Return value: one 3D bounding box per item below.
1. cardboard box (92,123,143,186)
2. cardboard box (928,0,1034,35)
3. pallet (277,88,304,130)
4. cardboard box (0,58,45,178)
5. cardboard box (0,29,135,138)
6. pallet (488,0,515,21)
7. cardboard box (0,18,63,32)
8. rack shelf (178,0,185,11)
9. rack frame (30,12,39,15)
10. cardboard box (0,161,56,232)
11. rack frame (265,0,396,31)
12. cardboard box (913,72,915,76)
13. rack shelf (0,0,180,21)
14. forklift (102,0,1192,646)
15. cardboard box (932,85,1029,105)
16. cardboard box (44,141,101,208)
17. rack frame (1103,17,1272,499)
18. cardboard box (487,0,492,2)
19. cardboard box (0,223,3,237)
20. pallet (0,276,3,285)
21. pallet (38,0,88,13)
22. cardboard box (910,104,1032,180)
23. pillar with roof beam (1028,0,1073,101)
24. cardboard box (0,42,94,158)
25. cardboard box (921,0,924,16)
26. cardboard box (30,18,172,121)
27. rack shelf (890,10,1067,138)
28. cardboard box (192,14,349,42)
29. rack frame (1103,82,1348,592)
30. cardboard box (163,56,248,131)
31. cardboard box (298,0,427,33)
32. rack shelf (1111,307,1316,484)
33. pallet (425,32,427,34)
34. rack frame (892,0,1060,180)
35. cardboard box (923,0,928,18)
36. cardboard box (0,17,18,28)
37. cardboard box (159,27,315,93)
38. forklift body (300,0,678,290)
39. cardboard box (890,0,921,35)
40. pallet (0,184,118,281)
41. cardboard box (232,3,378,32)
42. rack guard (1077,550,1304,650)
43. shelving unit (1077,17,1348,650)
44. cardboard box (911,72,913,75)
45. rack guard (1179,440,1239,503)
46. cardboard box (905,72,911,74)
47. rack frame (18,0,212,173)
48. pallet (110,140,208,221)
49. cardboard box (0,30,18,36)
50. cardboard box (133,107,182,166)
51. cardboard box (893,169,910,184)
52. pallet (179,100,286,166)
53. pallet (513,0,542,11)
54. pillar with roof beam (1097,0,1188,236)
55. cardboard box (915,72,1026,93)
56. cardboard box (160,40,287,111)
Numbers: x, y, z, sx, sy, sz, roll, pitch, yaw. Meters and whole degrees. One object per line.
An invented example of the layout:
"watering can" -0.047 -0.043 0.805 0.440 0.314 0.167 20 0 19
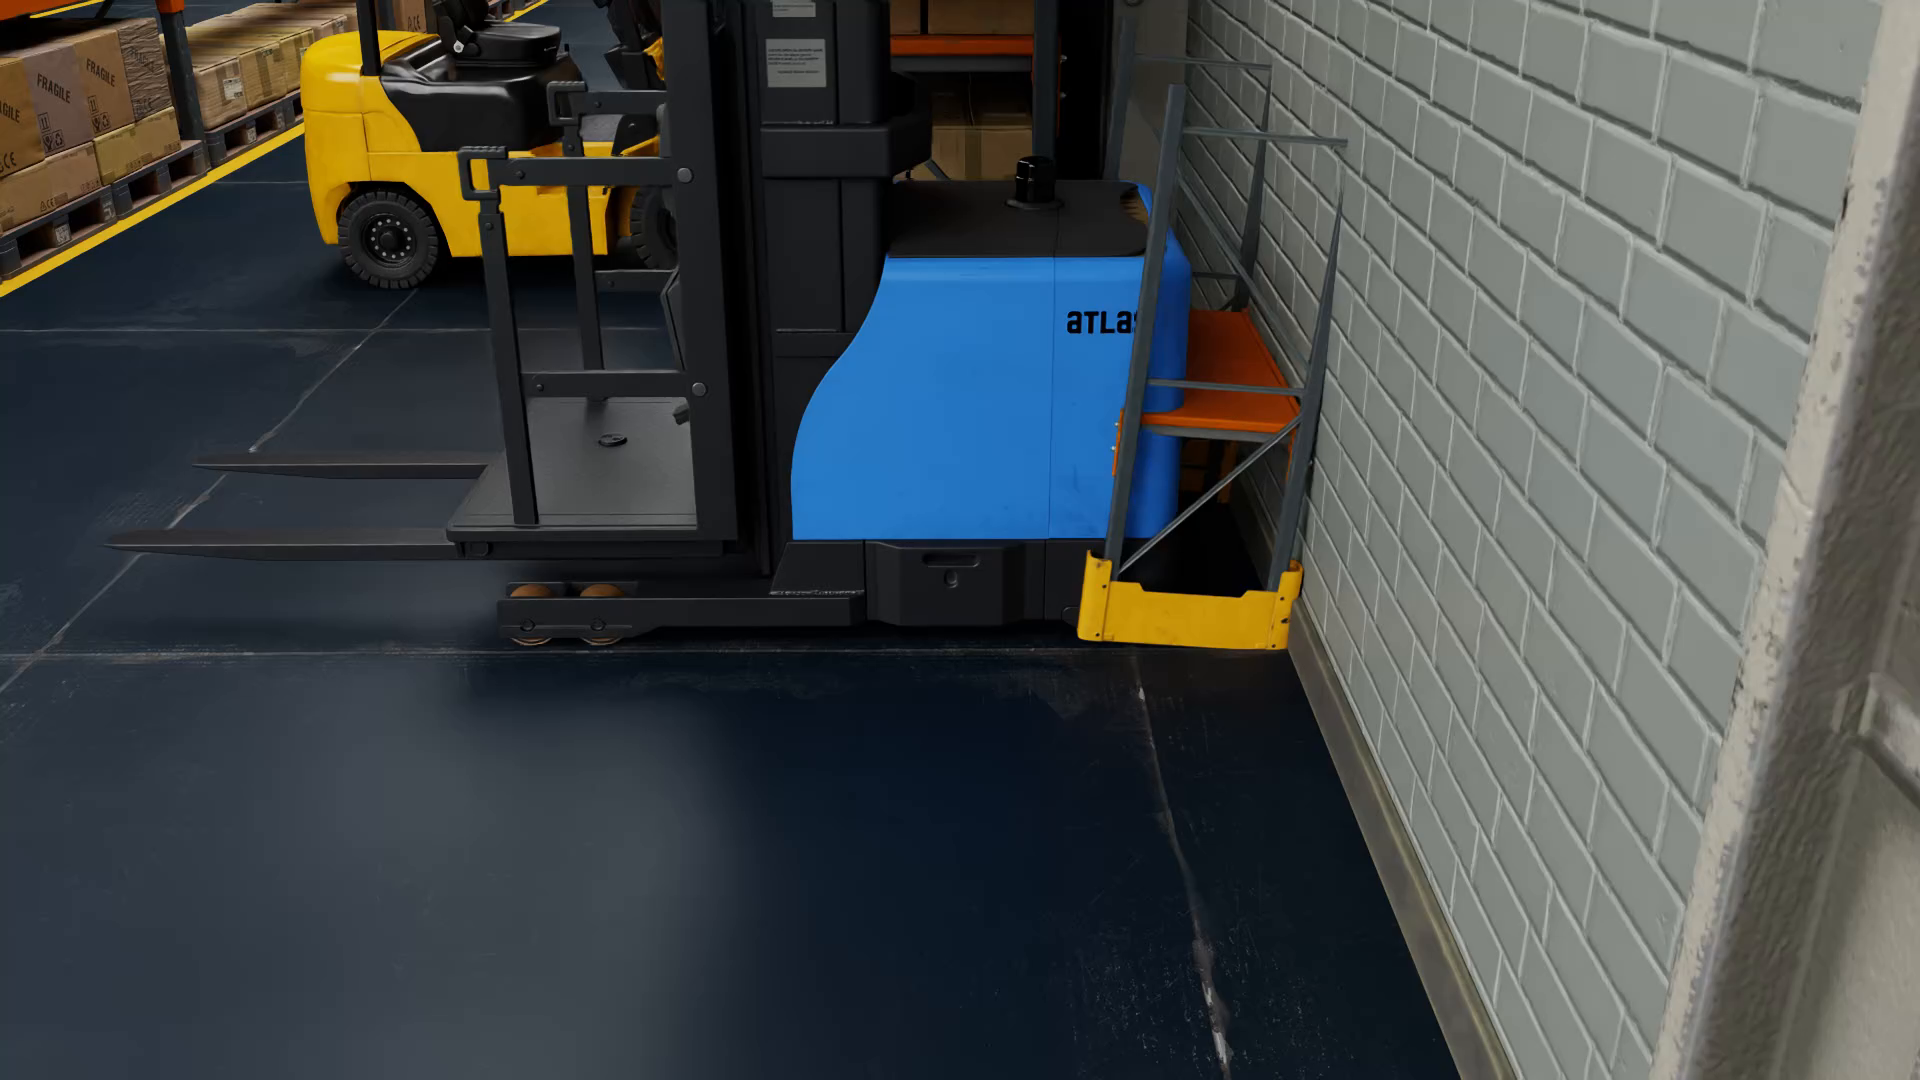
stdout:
"cardboard box" -4.855 -2.114 9.110 0.500 0.250 0.500 -1 24 -2
"cardboard box" 0.133 -2.263 6.493 0.500 0.500 0.500 1 24 1
"pallet" -5.173 -3.191 12.050 1.003 0.211 1.213 0 24 -1
"cardboard box" -4.843 -2.034 8.025 0.500 0.500 0.500 0 24 0
"cardboard box" -4.864 -2.465 8.977 0.500 0.500 0.500 0 24 0
"pallet" -5.150 -5.345 16.812 1.003 0.211 1.213 0 24 -1
"cardboard box" -5.410 -2.673 9.437 0.500 0.500 0.500 1 24 2
"rack shelf" -5.168 -4.133 11.622 1.077 0.370 4.000 0 24 -1
"rack frame" -10.182 -6.869 16.799 1.000 3.000 0.127 0 24 -1
"cardboard box" -4.852 -1.696 8.187 0.500 0.250 0.500 1 24 3
"rack frame" -5.190 -5.285 13.296 1.000 3.000 0.127 0 24 -1
"cardboard box" -0.479 -2.438 8.615 0.500 0.250 0.500 1 24 1
"rack shelf" -5.125 -2.485 7.977 1.077 0.370 4.000 0 24 -1
"forklift" -0.907 -1.262 4.483 3.031 2.935 1.130 0 24 0
"cardboard box" 0.036 -1.811 7.229 0.500 0.250 0.500 0 24 0
"cardboard box" -4.854 -1.904 8.647 0.500 0.250 0.500 0 24 0
"rack frame" 0.661 -0.832 5.186 0.500 1.500 0.032 4 26 -3
"cardboard box" -5.147 -5.901 16.727 0.875 0.875 0.875 0 24 1
"cardboard box" -4.833 -1.471 7.690 0.500 0.250 0.500 1 24 1
"pallet" -5.077 -1.084 7.391 1.003 0.211 1.213 0 24 -1
"pallet" -10.225 -5.876 17.985 1.003 0.211 1.213 0 24 -1
"cardboard box" 0.045 -1.605 6.773 0.500 0.250 0.500 -1 24 -1
"pillar with roof beam" -3.616 -7.490 10.890 9.100 9.000 0.400 0 24 -1
"cardboard box" -4.858 -2.255 8.512 0.500 0.500 0.500 1 24 2
"cardboard box" -0.404 -2.473 6.958 0.500 0.500 0.500 0 24 1
"cardboard box" -4.872 -2.674 9.440 0.500 0.500 0.500 -1 24 -1
"rack shelf" -0.161 -2.509 8.030 1.077 0.370 4.000 0 24 -1
"cardboard box" -5.178 -3.742 12.563 0.950 0.372 0.625 -1 24 -2
"rack frame" 0.680 -0.389 4.271 0.500 1.500 0.032 4 26 -3
"cardboard box" -5.155 -2.847 10.584 0.950 0.372 0.625 0 24 0
"cardboard box" -5.114 -4.793 14.277 0.875 0.875 0.875 0 24 -1
"rack shelf" 0.655 -0.449 4.807 0.538 0.185 1.000 4 26 -3
"pallet" -5.123 -4.340 14.589 1.003 0.211 1.213 0 24 -1
"rack frame" -0.139 -2.012 6.060 1.000 3.000 0.127 0 24 -1
"cardboard box" 0.105 -2.478 6.968 0.500 0.500 0.500 0 24 1
"cardboard box" -5.469 -2.916 9.188 0.380 0.149 0.250 0 24 0
"cardboard box" -5.175 -3.430 11.873 0.950 0.372 0.625 1 24 1
"forklift body" -1.984 -2.399 7.944 2.313 2.155 1.214 0 24 -1
"cardboard box" -0.407 -2.260 6.485 0.500 0.500 0.500 -1 24 -2
"pallet" -5.087 -1.586 8.500 1.003 0.211 1.213 0 24 -1
"cardboard box" -5.194 -4.046 13.236 0.950 0.372 0.625 -2 24 -4
"rack guard" 0.627 0.163 4.559 0.587 0.250 0.087 4 26 -3
"shelving unit" 0.670 -0.615 4.737 0.587 1.500 1.083 4 26 -3
"cardboard box" -0.481 -2.222 8.137 0.500 0.250 0.500 -1 24 -2
"rack guard" 0.608 -0.271 5.456 0.587 0.250 0.087 4 26 -3
"cardboard box" -0.483 -2.013 7.675 0.500 0.250 0.500 0 24 0
"rack frame" -5.146 -3.637 9.651 1.000 3.000 0.127 0 24 -1
"pallet" -5.104 -2.090 9.614 1.003 0.211 1.213 0 24 -1
"cardboard box" -5.392 -2.452 8.949 0.500 0.500 0.500 1 24 2
"cardboard box" -4.871 -2.333 9.595 0.500 0.250 0.500 1 24 2
"cardboard box" -0.456 -1.595 6.750 0.500 0.250 0.500 1 24 1
"pallet" -5.156 -2.687 10.935 1.003 0.211 1.213 0 24 -1
"pallet" -5.164 -5.977 18.208 1.003 0.211 1.213 0 24 -1
"pillar with roof beam" -3.550 -5.017 5.424 9.100 9.000 0.400 0 24 -1
"cardboard box" 0.041 -2.017 7.684 0.500 0.250 0.500 0 24 -1
"cardboard box" -5.166 -3.143 11.239 0.950 0.372 0.625 1 24 3
